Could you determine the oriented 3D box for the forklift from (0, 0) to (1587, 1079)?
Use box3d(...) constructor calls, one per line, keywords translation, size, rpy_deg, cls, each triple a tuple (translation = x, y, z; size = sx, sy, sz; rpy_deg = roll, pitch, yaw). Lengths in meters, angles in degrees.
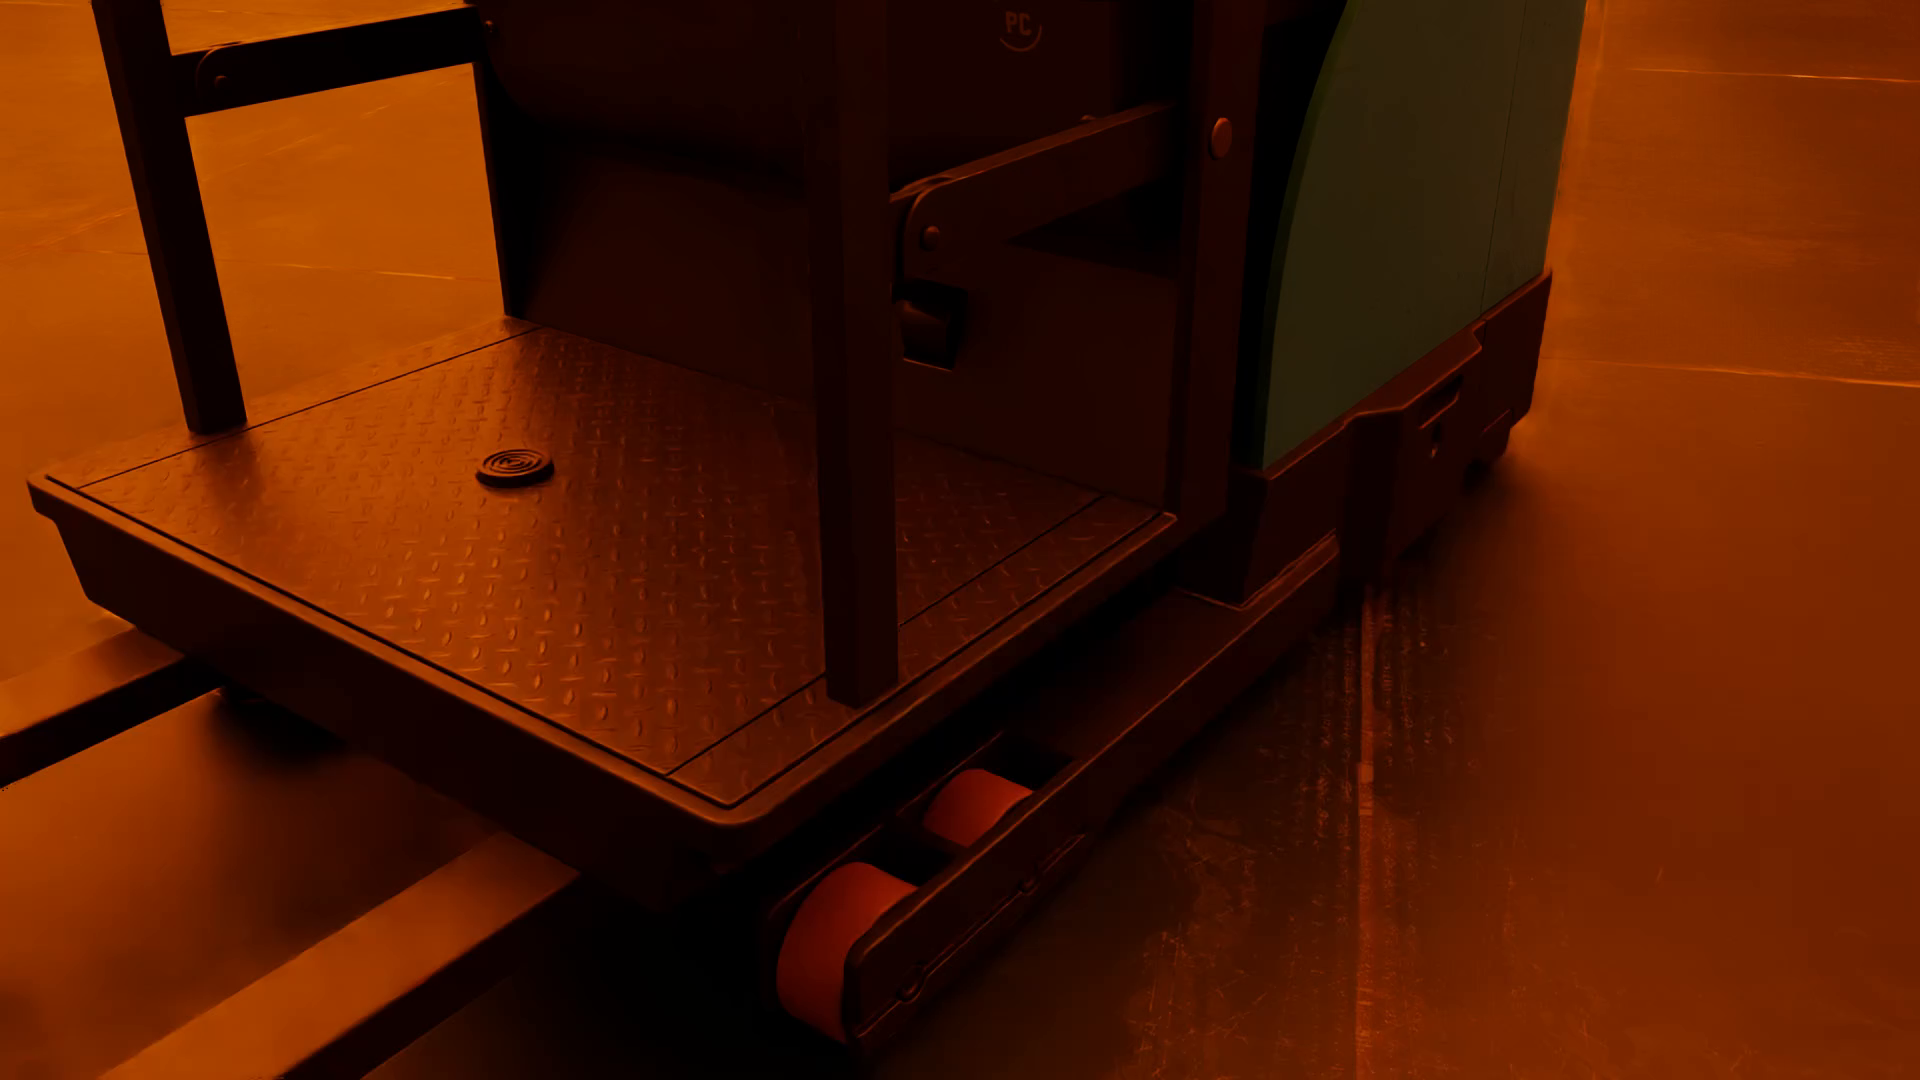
box3d(translation=(-0.324, -1.085, 1.396), size=(1.130, 2.935, 3.031), rpy_deg=(19, 32, 32), cls="forklift")
